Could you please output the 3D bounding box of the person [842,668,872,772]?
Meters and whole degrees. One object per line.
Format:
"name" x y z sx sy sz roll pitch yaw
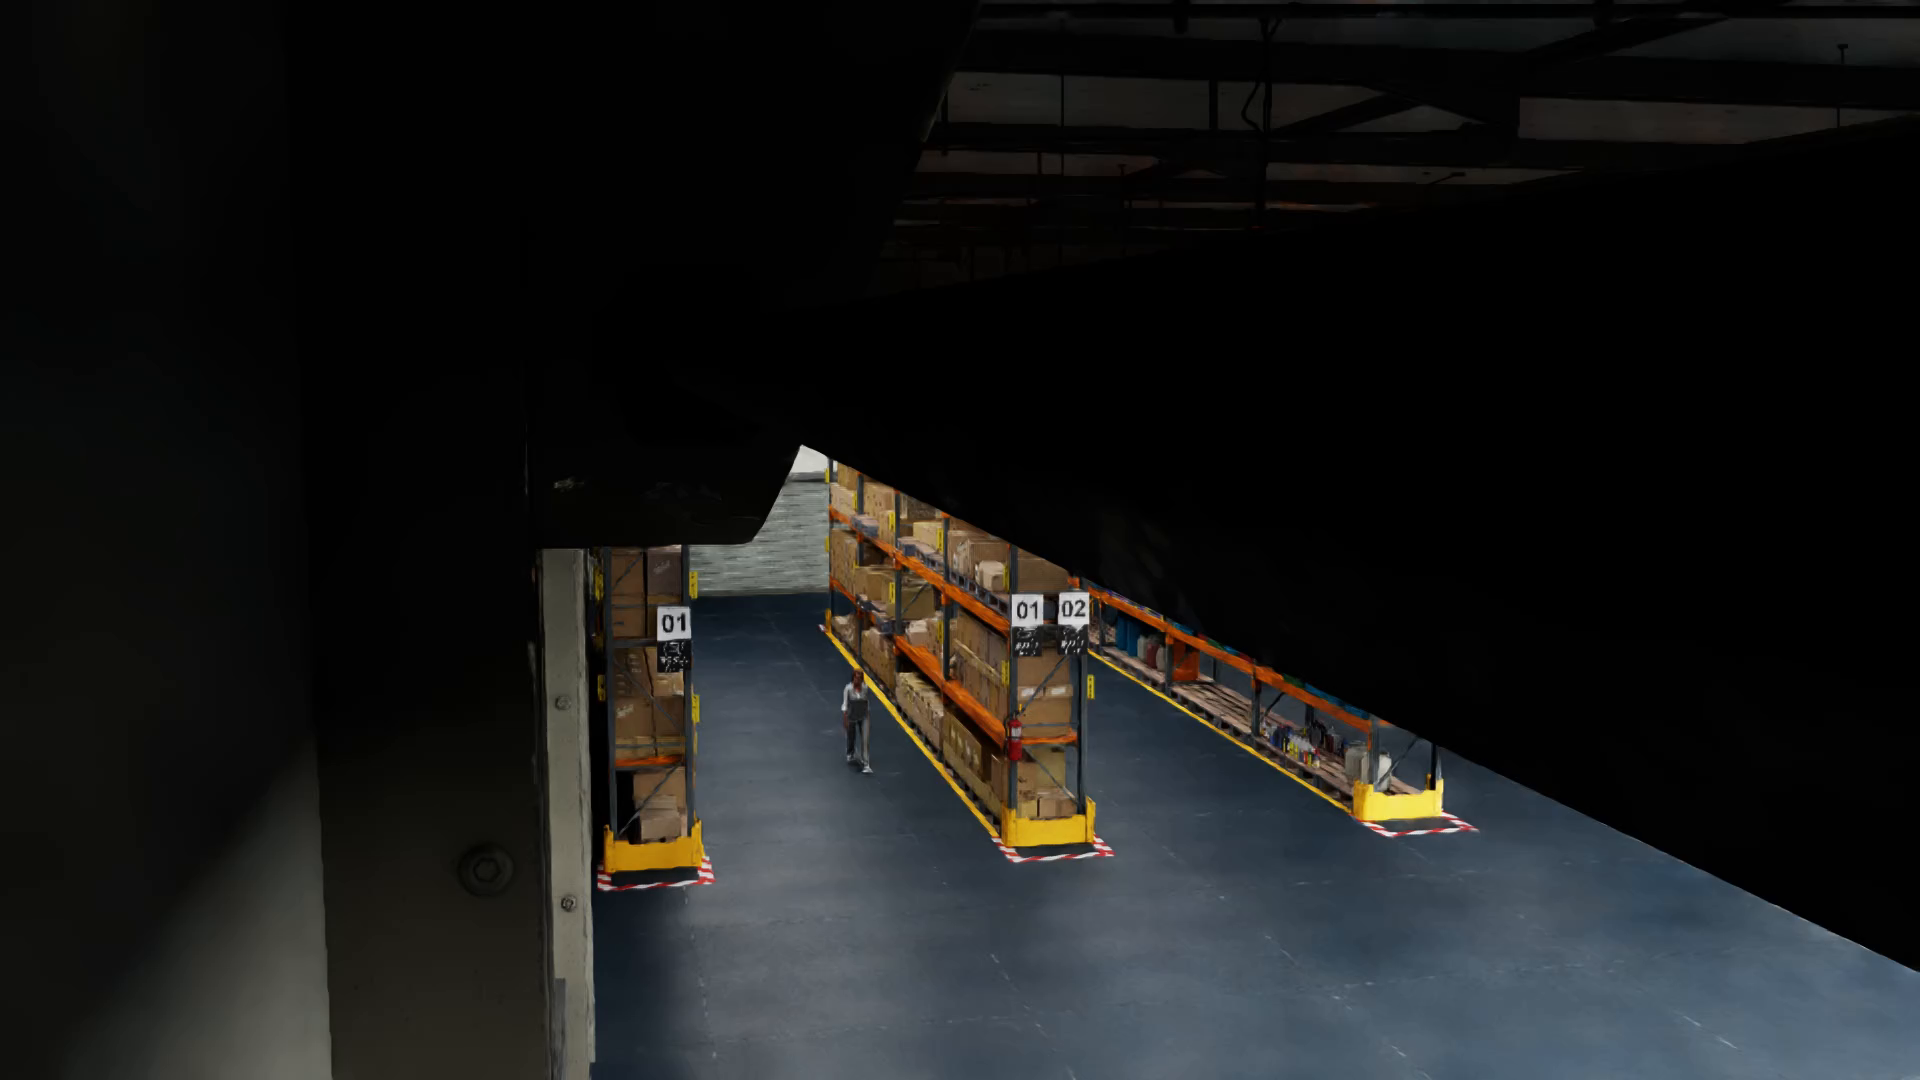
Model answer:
"person" -1.544 2.636 24.712 0.417 1.517 1.037 -1 7 -10

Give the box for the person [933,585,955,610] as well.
"person" -0.407 1.212 35.948 0.729 1.733 0.538 -2 7 -14
